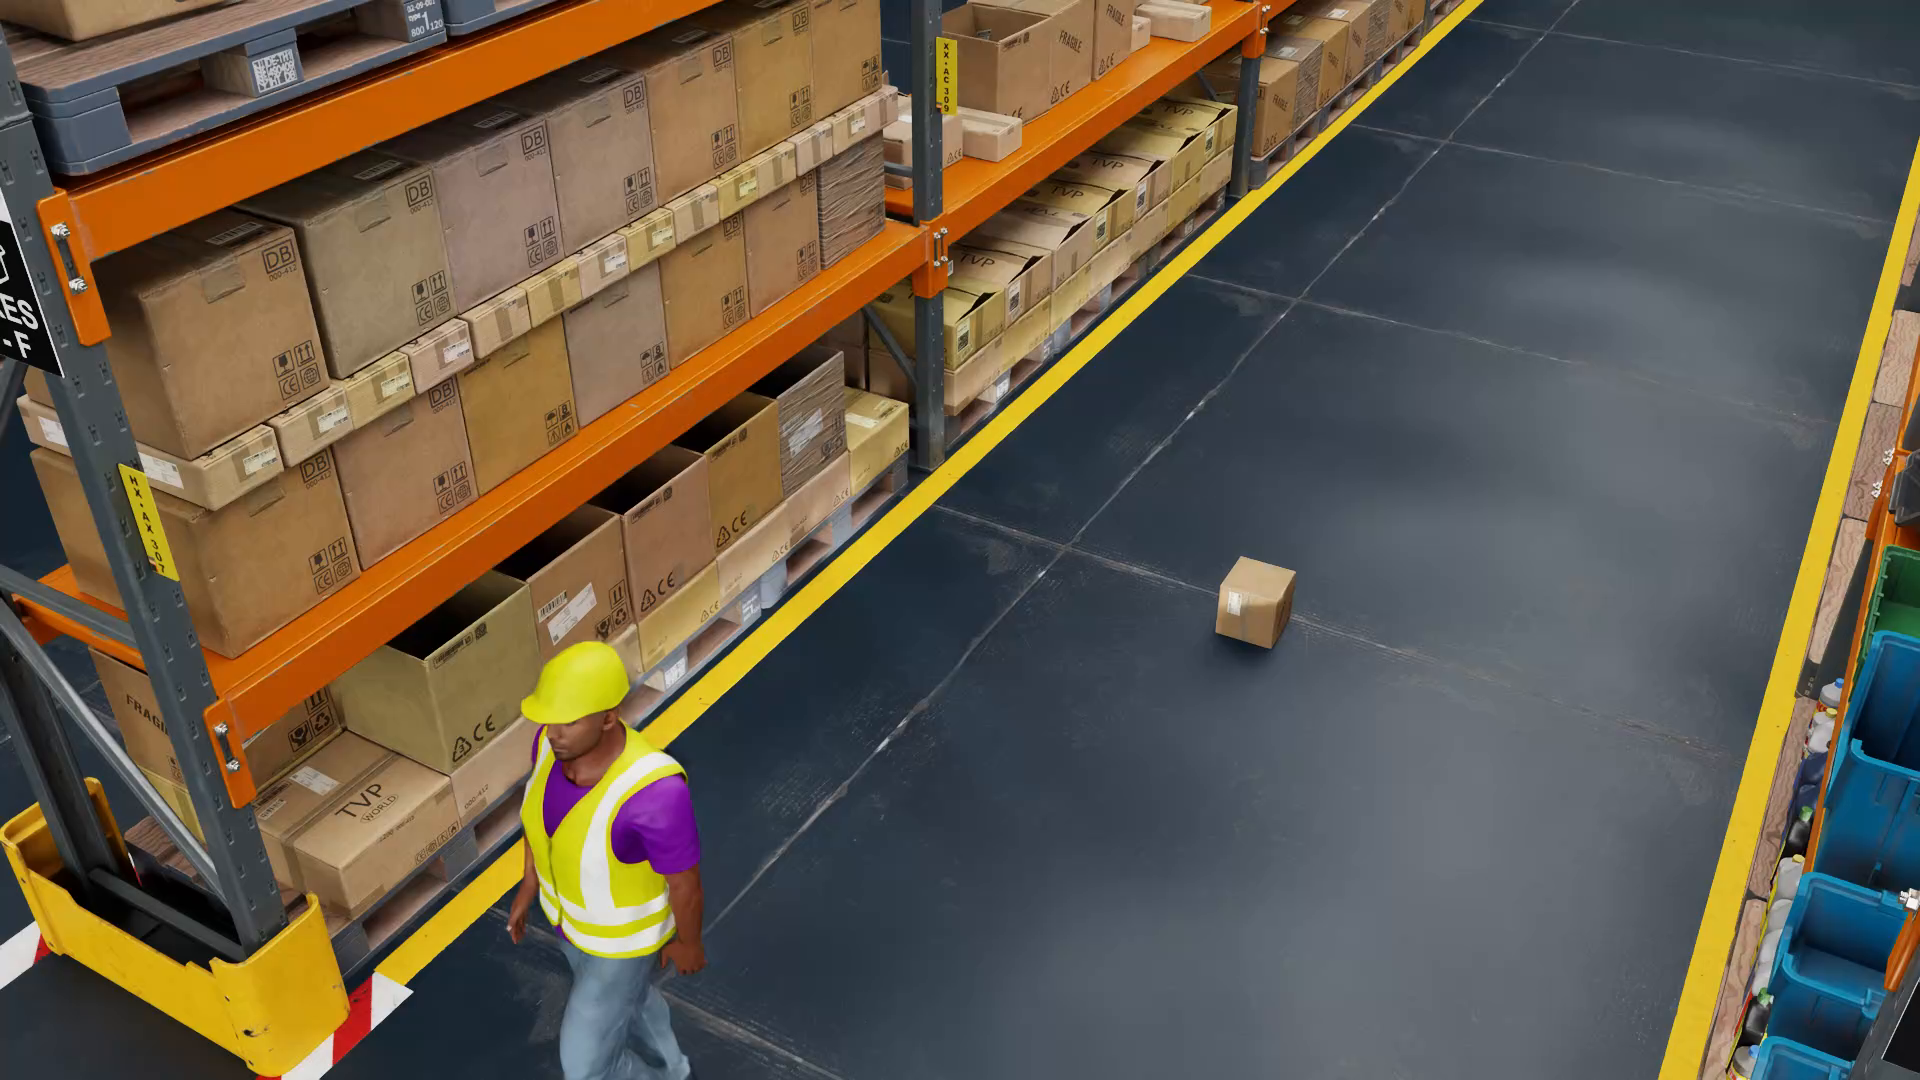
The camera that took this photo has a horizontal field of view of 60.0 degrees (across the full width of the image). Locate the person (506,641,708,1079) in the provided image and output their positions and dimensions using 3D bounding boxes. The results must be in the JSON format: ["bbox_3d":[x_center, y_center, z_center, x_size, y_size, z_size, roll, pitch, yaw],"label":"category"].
[{"bbox_3d":[-0.996,1.058,4.541,0.478,1.803,0.569,-29,43,-35],"label":"person"}]
